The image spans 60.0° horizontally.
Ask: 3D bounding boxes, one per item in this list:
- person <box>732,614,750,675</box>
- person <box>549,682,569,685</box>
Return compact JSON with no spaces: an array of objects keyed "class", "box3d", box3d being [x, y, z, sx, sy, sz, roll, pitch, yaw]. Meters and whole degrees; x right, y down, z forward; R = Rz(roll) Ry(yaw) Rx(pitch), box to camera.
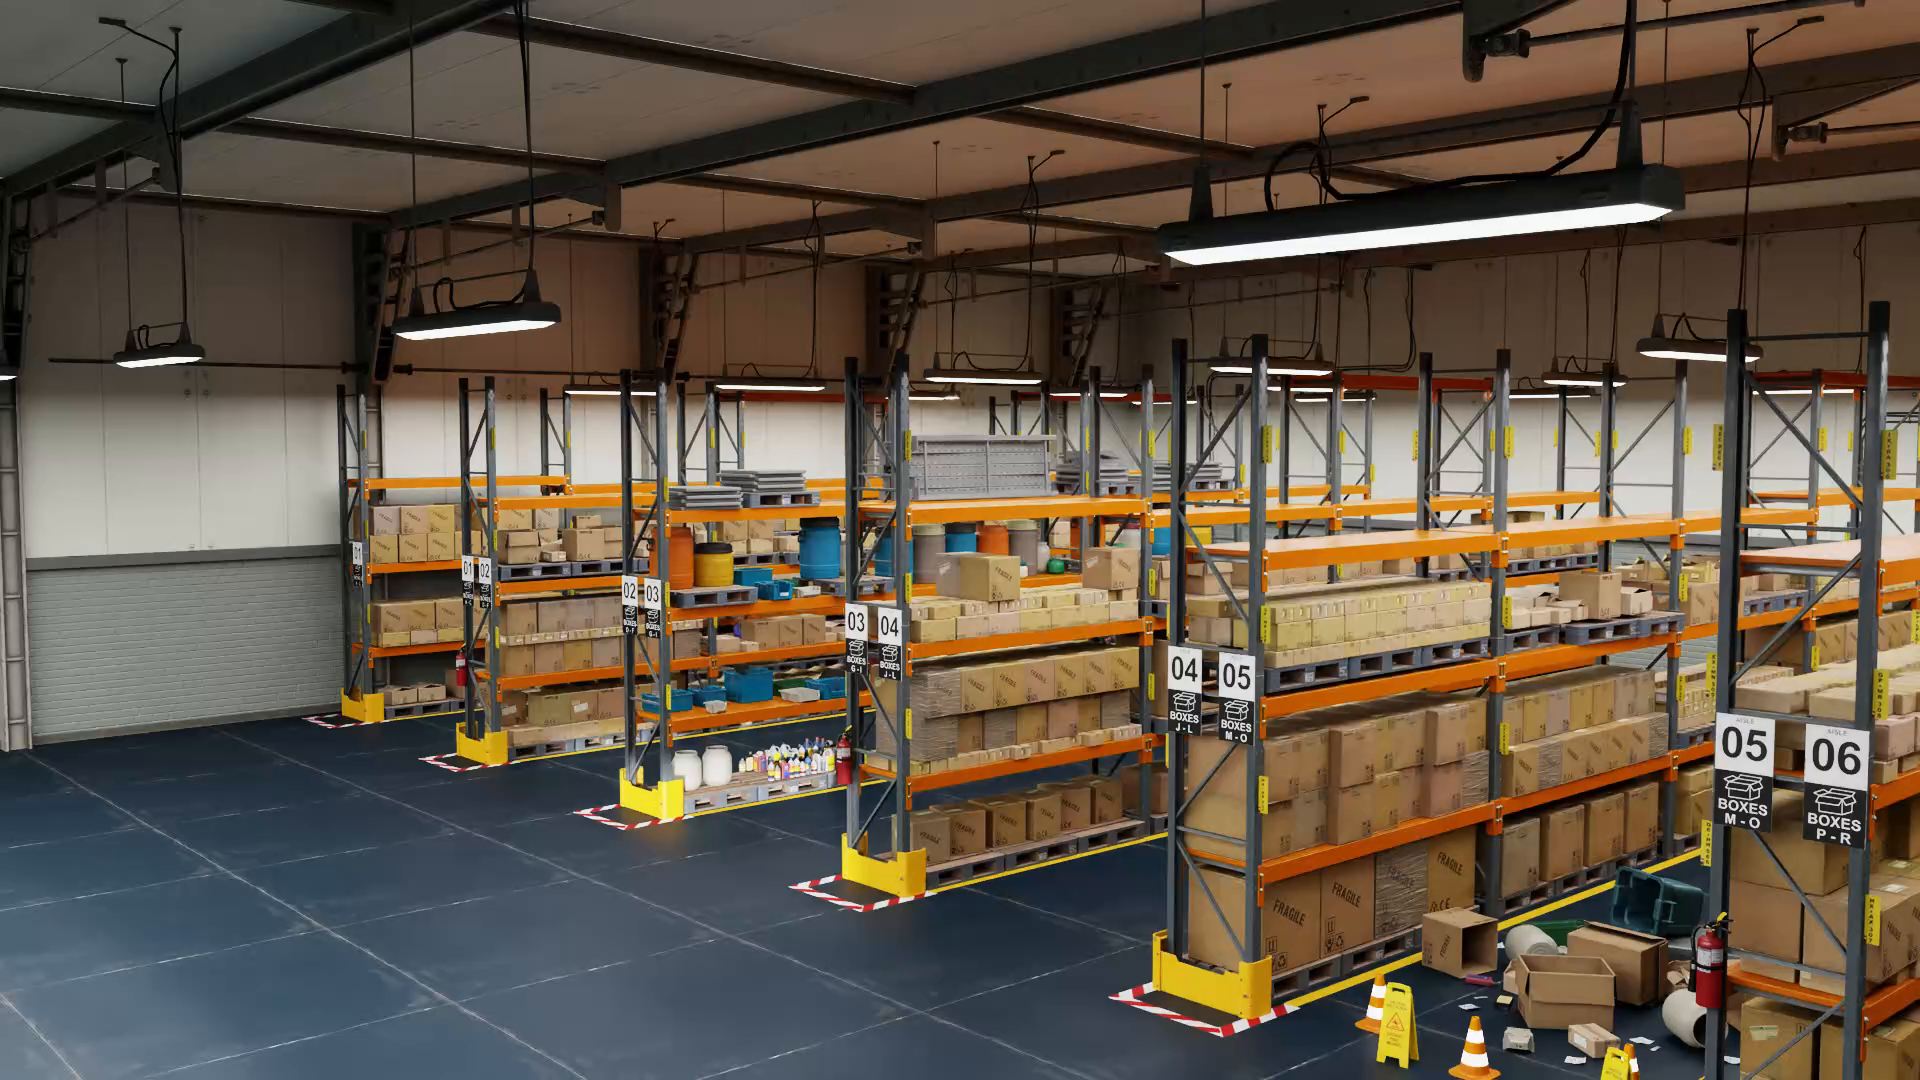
[{"class":"person","box3d":[-4.201,2.215,32.128,0.579,1.657,0.923,3,5,35]},{"class":"person","box3d":[-7.068,2.475,29.253,0.541,1.562,0.503,3,5,37]}]
